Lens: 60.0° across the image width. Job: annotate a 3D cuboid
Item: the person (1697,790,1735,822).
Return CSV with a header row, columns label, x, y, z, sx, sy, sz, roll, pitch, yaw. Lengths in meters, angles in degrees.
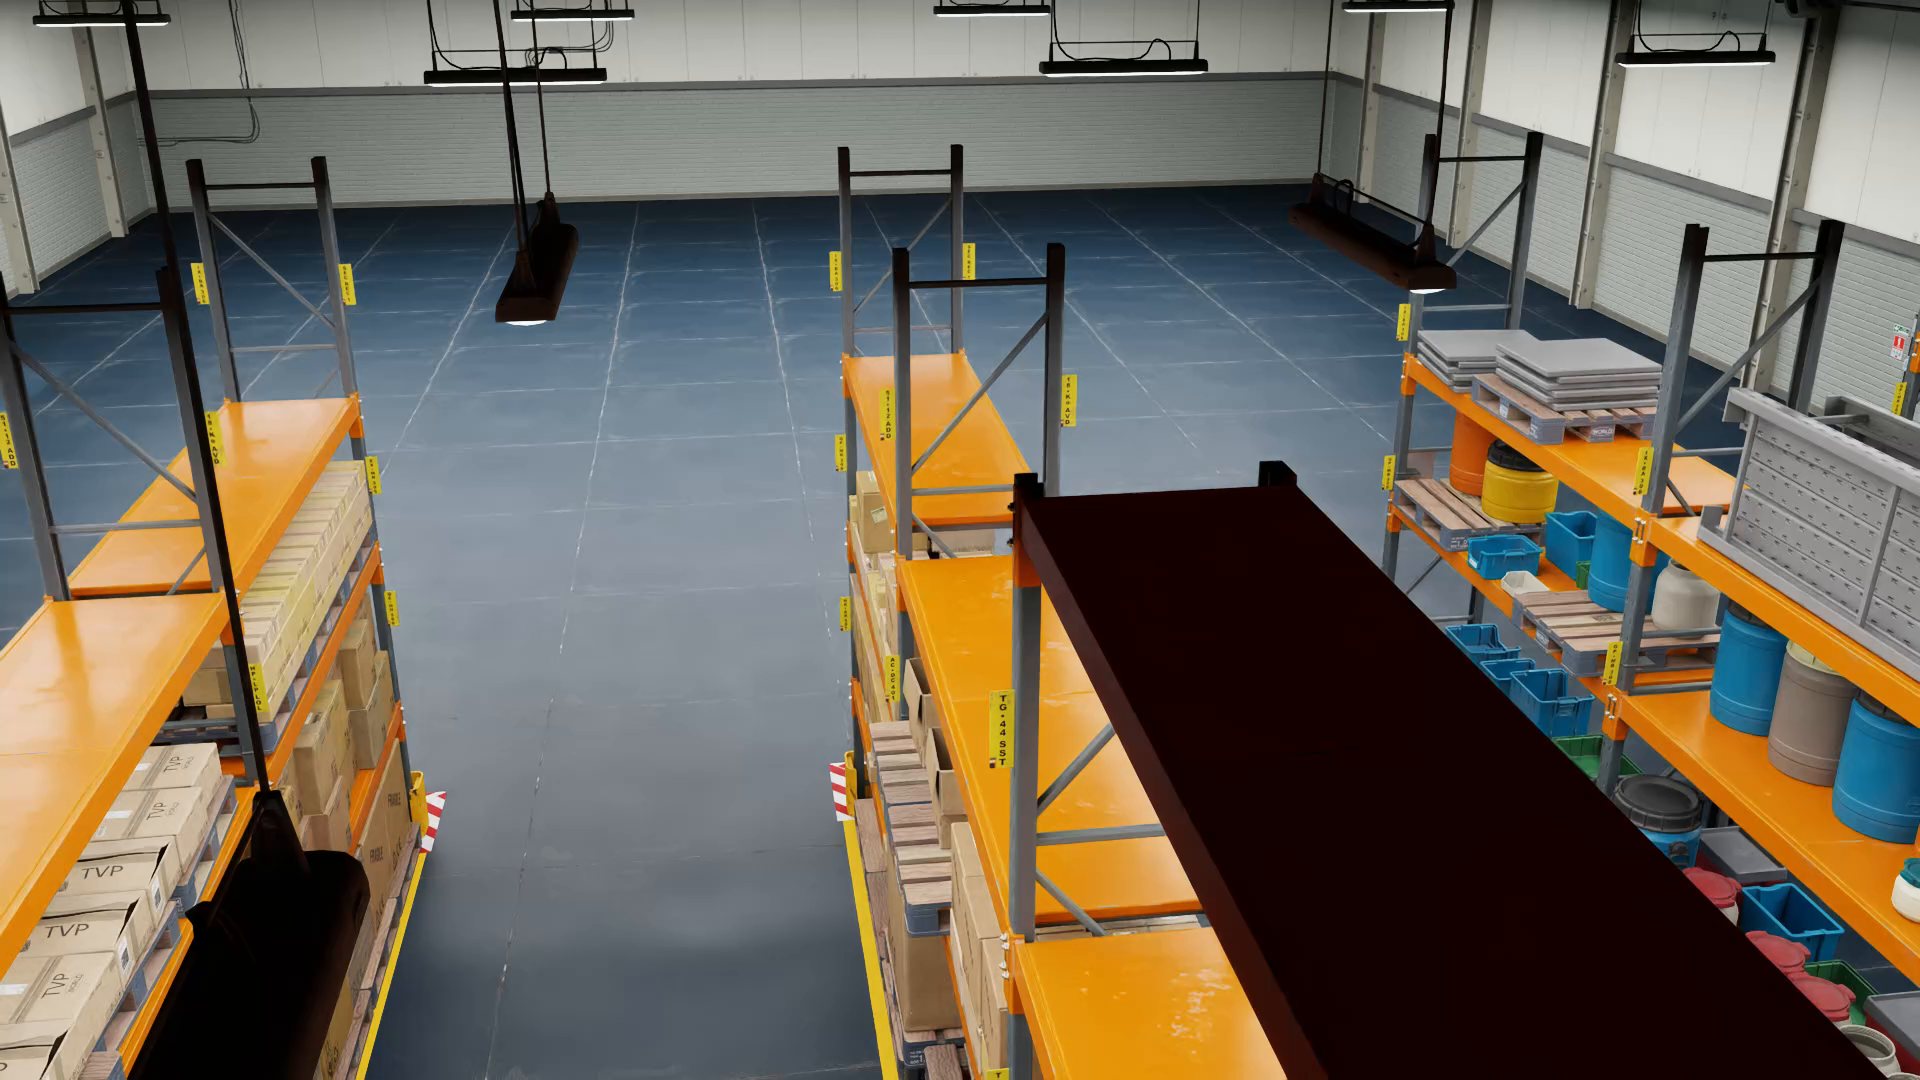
label,x,y,z,sx,sy,sz,roll,pitch,yaw
person,7.012,1.734,14.919,0.576,1.710,0.478,1,22,2
